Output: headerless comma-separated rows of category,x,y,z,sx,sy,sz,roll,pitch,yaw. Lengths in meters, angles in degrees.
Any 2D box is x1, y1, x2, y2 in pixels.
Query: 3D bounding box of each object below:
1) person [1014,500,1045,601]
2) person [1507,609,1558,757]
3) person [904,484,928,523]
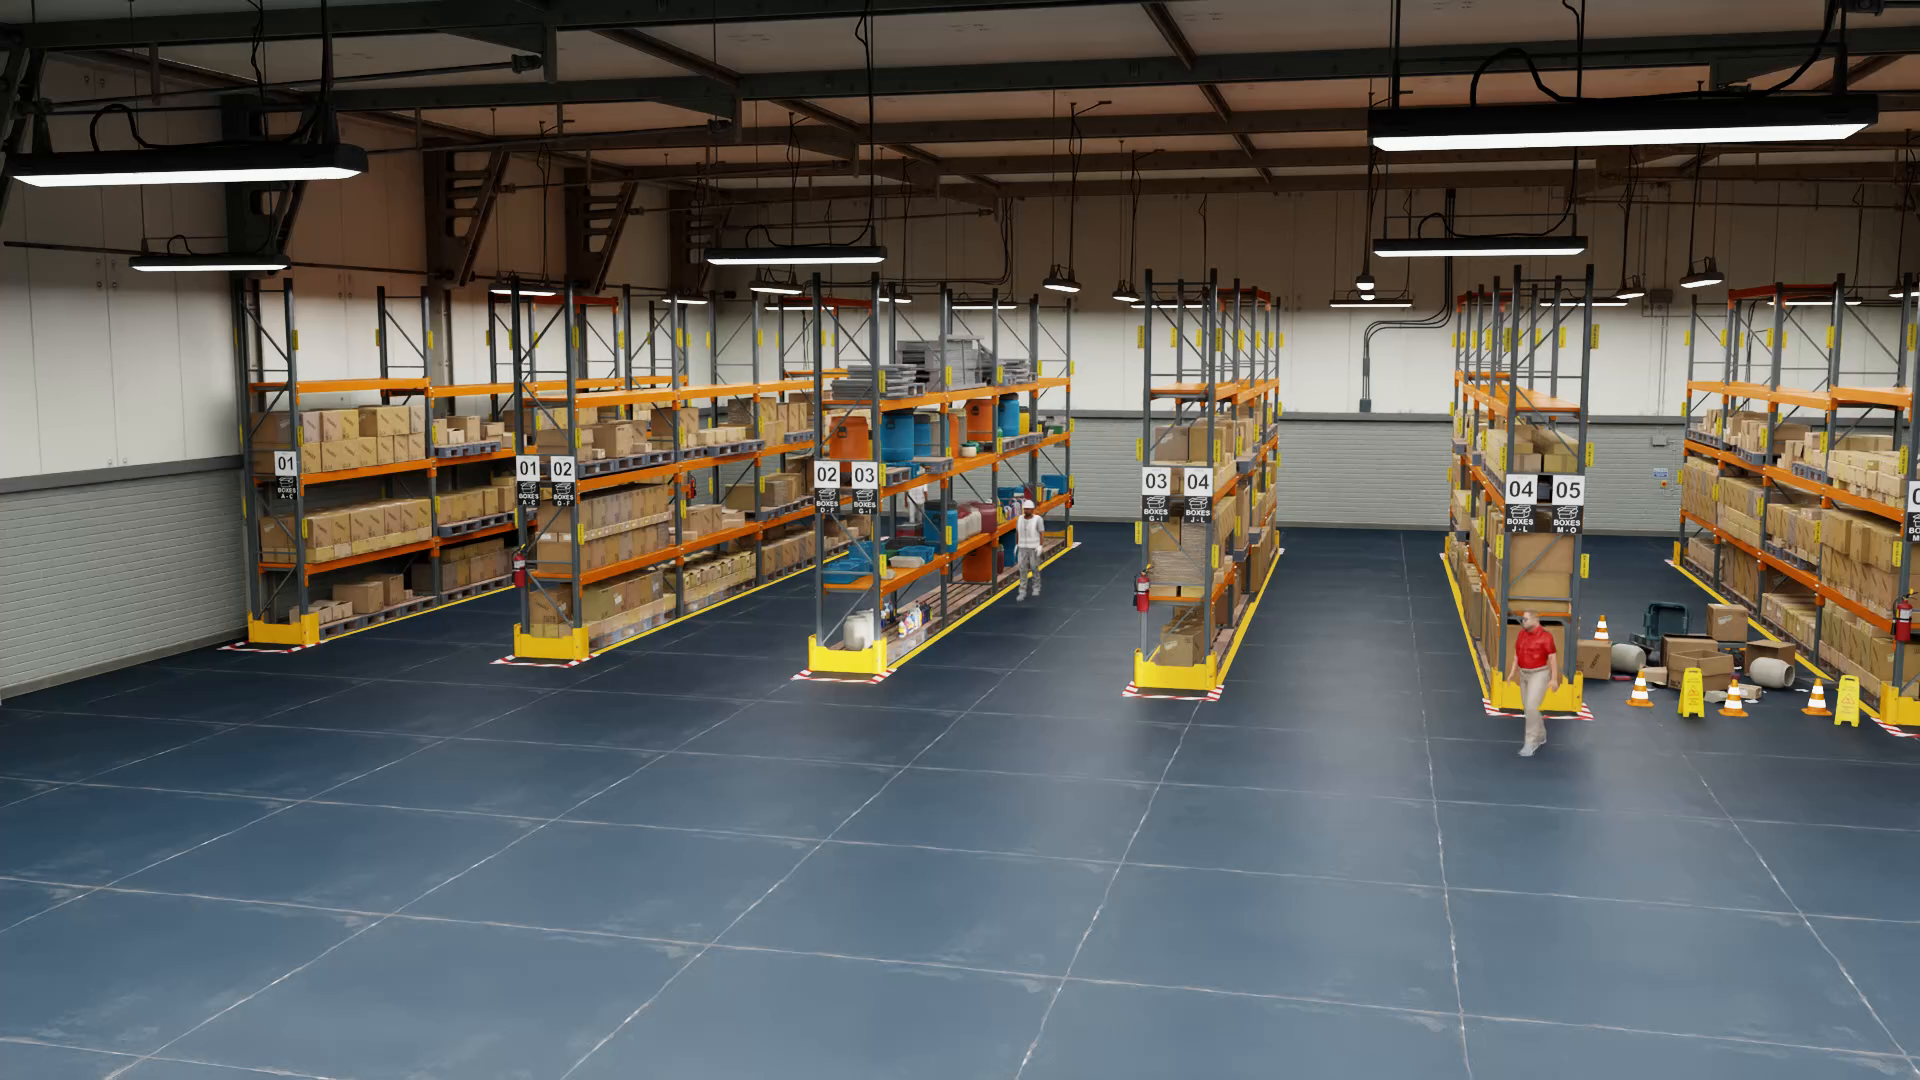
person,1.252,0.181,30.514,0.631,1.831,0.588,4,8,27
person,6.989,1.715,20.402,0.672,1.734,0.651,-3,7,-20
person,-1.128,-0.980,42.631,0.603,1.699,1.113,0,7,-2
